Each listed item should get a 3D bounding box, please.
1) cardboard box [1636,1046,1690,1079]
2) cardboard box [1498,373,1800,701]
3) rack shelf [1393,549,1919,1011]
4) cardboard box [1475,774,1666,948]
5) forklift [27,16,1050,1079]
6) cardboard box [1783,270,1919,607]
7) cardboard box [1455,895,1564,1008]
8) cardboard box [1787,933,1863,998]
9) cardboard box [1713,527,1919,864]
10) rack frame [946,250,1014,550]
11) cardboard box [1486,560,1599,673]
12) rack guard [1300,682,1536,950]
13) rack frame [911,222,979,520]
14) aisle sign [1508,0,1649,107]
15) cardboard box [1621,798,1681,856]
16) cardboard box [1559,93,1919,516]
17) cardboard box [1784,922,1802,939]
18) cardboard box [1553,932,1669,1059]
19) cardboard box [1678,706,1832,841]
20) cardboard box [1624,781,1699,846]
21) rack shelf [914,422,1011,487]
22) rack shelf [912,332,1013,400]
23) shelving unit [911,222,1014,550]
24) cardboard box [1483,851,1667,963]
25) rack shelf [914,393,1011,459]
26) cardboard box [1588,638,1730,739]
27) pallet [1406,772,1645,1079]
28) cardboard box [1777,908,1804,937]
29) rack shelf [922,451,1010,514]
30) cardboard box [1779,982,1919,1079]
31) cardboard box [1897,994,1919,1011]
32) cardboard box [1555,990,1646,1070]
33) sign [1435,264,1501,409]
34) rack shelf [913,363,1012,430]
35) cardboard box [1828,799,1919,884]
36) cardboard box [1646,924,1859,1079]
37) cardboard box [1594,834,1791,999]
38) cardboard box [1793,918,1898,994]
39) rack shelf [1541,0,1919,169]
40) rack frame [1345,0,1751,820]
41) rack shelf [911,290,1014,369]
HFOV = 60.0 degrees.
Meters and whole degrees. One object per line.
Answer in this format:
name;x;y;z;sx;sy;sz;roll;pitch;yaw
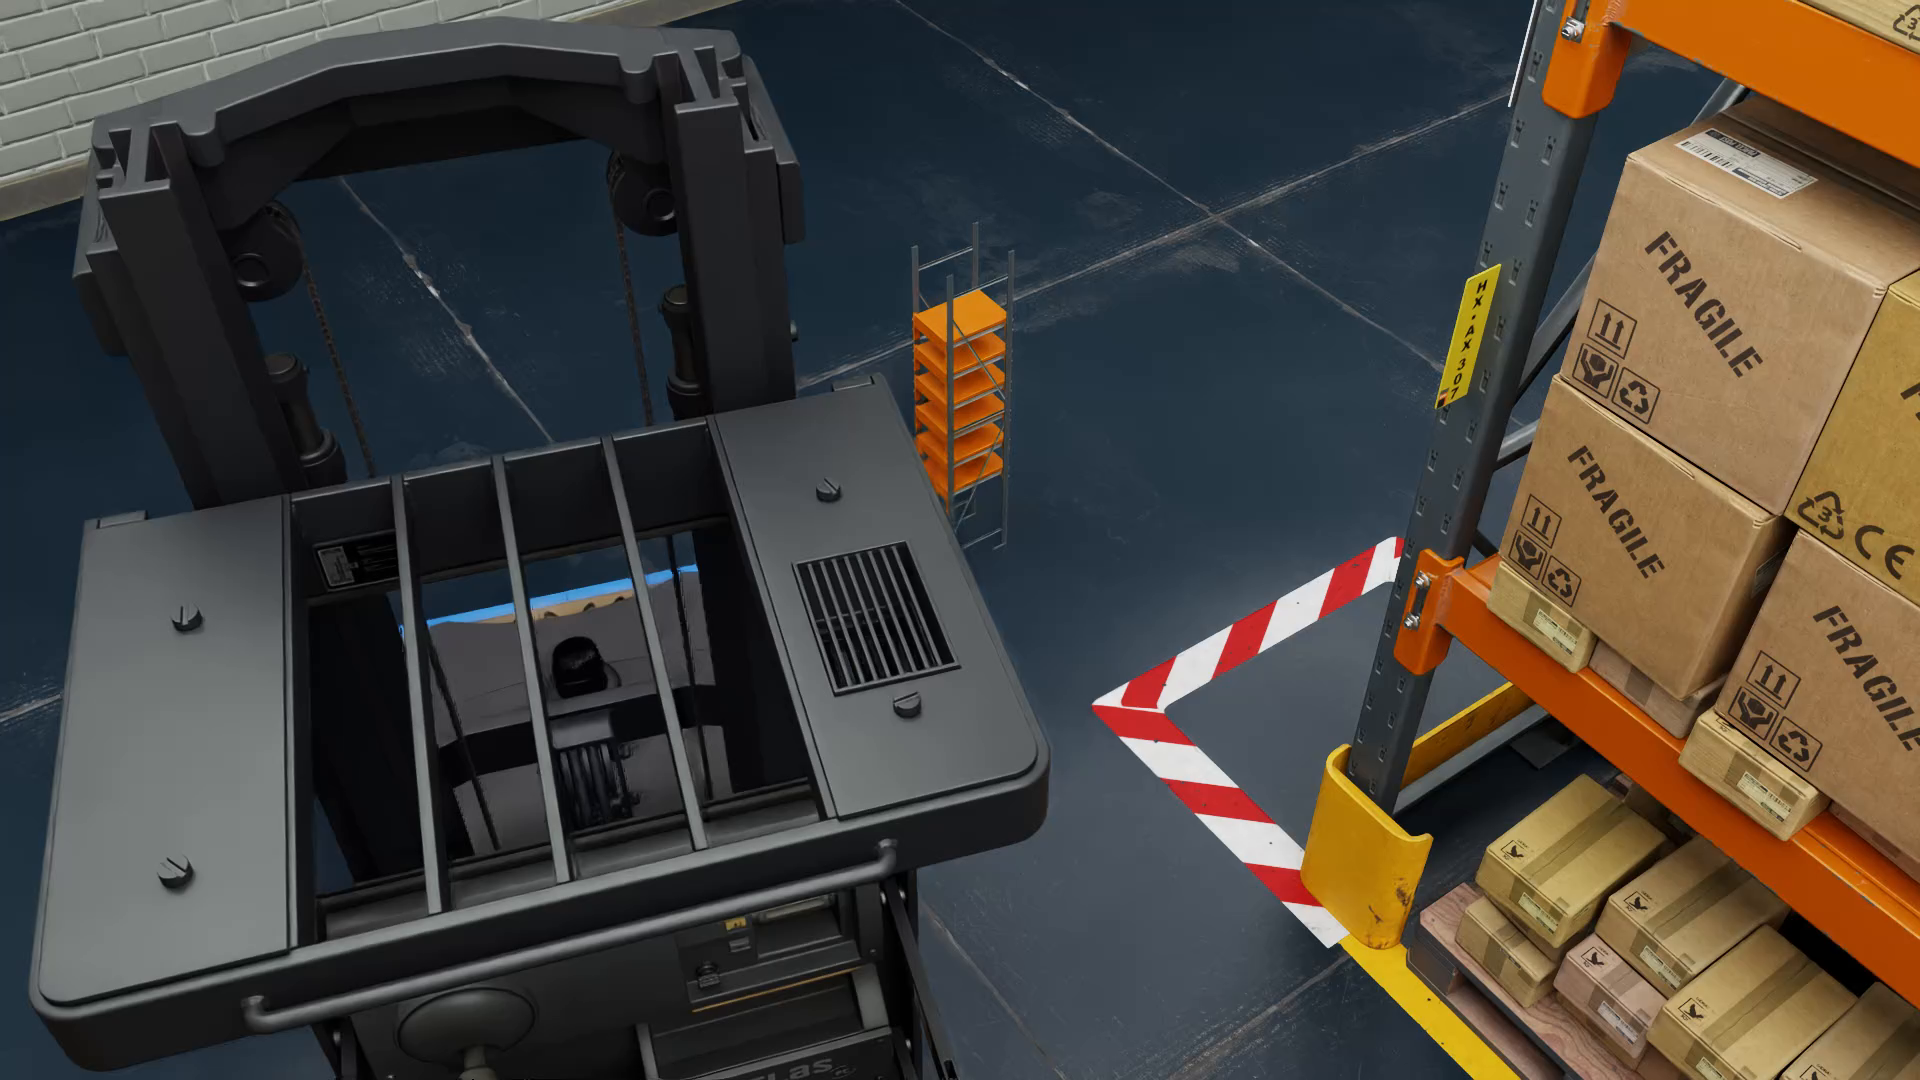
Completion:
cardboard box;1.880;1.245;4.034;0.380;0.149;0.250;-25;49;-24
cardboard box;1.508;-0.092;3.386;0.500;0.500;0.500;-23;48;-23
rack shelf;2.622;1.082;2.966;1.077;0.370;4.000;-26;49;-24
cardboard box;1.499;0.784;4.086;0.380;0.149;0.250;-28;50;-26
forklift;-0.538;0.811;2.778;1.130;2.935;3.031;-12;45;-12
cardboard box;1.811;-0.174;2.748;0.500;0.500;0.500;-24;49;-23
cardboard box;1.515;0.991;4.300;0.380;0.149;0.250;-25;49;-24
cardboard box;2.261;1.073;4.214;0.380;0.149;0.250;-26;49;-25
cardboard box;1.835;0.201;3.079;0.500;0.500;0.500;-26;49;-24
rack frame;0.061;-0.374;5.273;0.240;1.200;0.006;-26;49;-24
cardboard box;1.394;0.093;3.663;0.380;0.149;0.250;-26;49;-25
rack guard;1.521;0.636;4.722;1.175;0.500;0.348;-26;49;-24
rack frame;-0.044;-0.478;5.381;0.240;1.200;0.006;-26;49;-24
aisle sign;1.190;-1.174;2.925;0.394;0.787;0.004;-26;49;-24
cardboard box;1.950;0.784;4.517;0.380;0.149;0.250;-25;49;-24
cardboard box;1.517;-0.458;3.045;0.500;0.500;0.500;-26;49;-25
cardboard box;2.180;0.889;4.407;0.380;0.149;0.250;-24;49;-23
cardboard box;1.677;1.036;4.038;0.380;0.149;0.250;-26;49;-25
cardboard box;1.684;0.394;3.347;0.380;0.149;0.250;-27;50;-26
cardboard box;2.014;0.647;4.445;0.380;0.149;0.250;-27;50;-25
rack shelf;0.008;-0.307;5.441;0.258;0.103;0.180;-26;49;-24
rack shelf;0.008;-0.567;5.192;0.258;0.103;0.180;-26;49;-24
shelving unit;0.008;-0.426;5.327;0.258;1.200;0.189;-26;49;-24
cardboard box;1.567;0.859;4.223;0.380;0.149;0.250;-24;49;-23
rack shelf;0.008;-0.394;5.358;0.258;0.103;0.180;-26;49;-24
cardboard box;1.574;0.220;3.529;0.380;0.149;0.250;-24;49;-23
pallet;1.957;1.215;4.325;1.003;0.211;1.213;-26;49;-24
cardboard box;2.119;0.816;4.268;0.380;0.149;0.250;-27;50;-25
rack shelf;0.008;-0.220;5.524;0.258;0.103;0.180;-26;49;-24
cardboard box;2.004;1.193;3.657;0.380;0.149;0.250;-28;50;-26
cardboard box;2.382;1.133;3.936;0.380;0.149;0.250;-26;50;-25
cardboard box;1.732;1.107;4.178;0.380;0.149;0.250;-26;49;-25
sign;1.033;-0.410;3.380;0.100;0.325;0.005;-26;49;-24
rack shelf;0.008;-0.480;5.275;0.258;0.103;0.180;-26;49;-24
cardboard box;1.945;0.487;3.250;0.380;0.149;0.250;-23;48;-23
cardboard box;1.794;1.086;3.770;0.380;0.149;0.250;-26;49;-25
cardboard box;1.755;0.892;3.973;0.380;0.149;0.250;-25;49;-24
cardboard box;2.313;0.940;4.138;0.380;0.149;0.250;-28;50;-26
rack shelf;2.622;-0.003;1.930;1.077;0.370;4.000;-26;49;-24
rack frame;1.478;-0.311;3.904;1.000;3.000;0.127;-26;49;-24
rack shelf;0.008;-0.654;5.109;0.258;0.103;0.180;-26;49;-24
